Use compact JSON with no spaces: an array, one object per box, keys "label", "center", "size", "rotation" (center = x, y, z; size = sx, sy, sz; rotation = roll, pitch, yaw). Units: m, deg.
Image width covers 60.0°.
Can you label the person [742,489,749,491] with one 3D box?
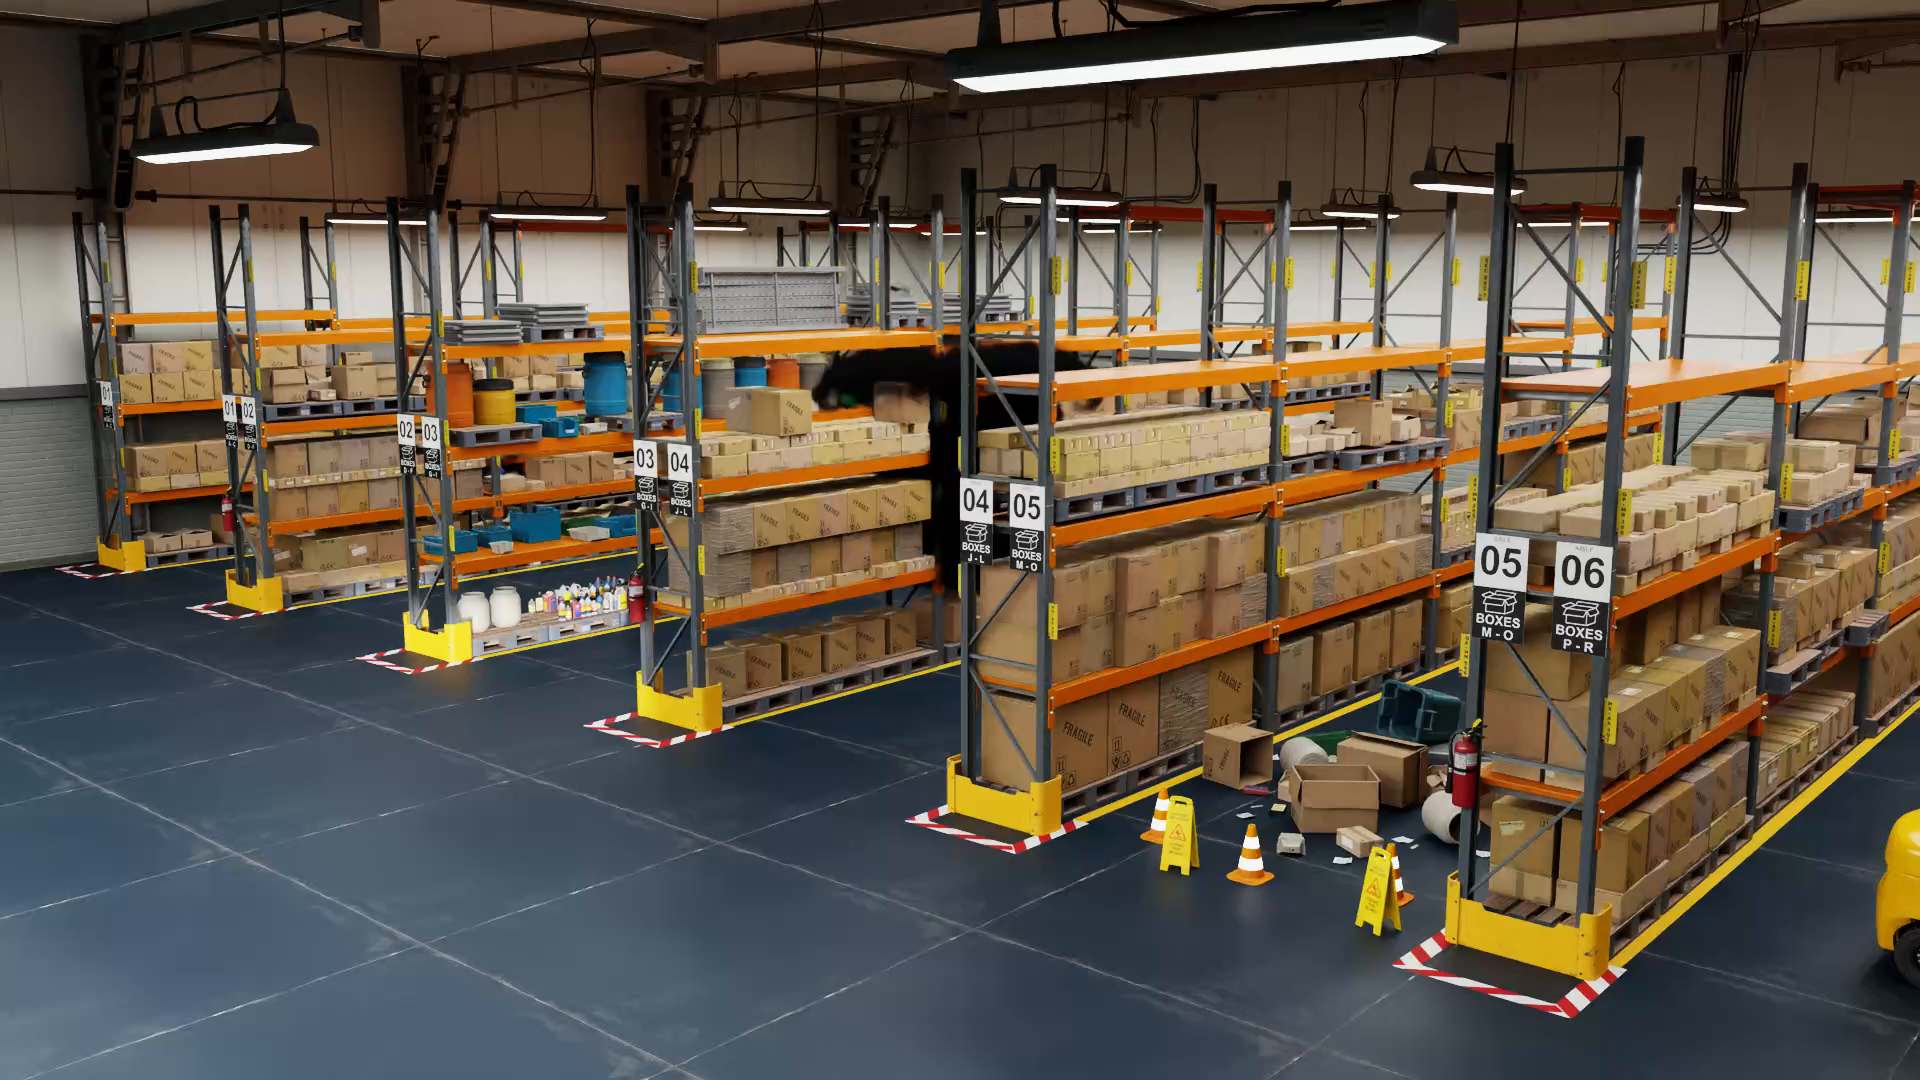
[{"label":"person","center":[-3.490,-0.532,28.213],"size":[0.605,1.745,0.705],"rotation":[8,12,40]}]

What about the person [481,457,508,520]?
[{"label":"person","center":[-8.688,-0.792,31.197],"size":[0.496,1.657,0.788],"rotation":[6,11,30]}]
